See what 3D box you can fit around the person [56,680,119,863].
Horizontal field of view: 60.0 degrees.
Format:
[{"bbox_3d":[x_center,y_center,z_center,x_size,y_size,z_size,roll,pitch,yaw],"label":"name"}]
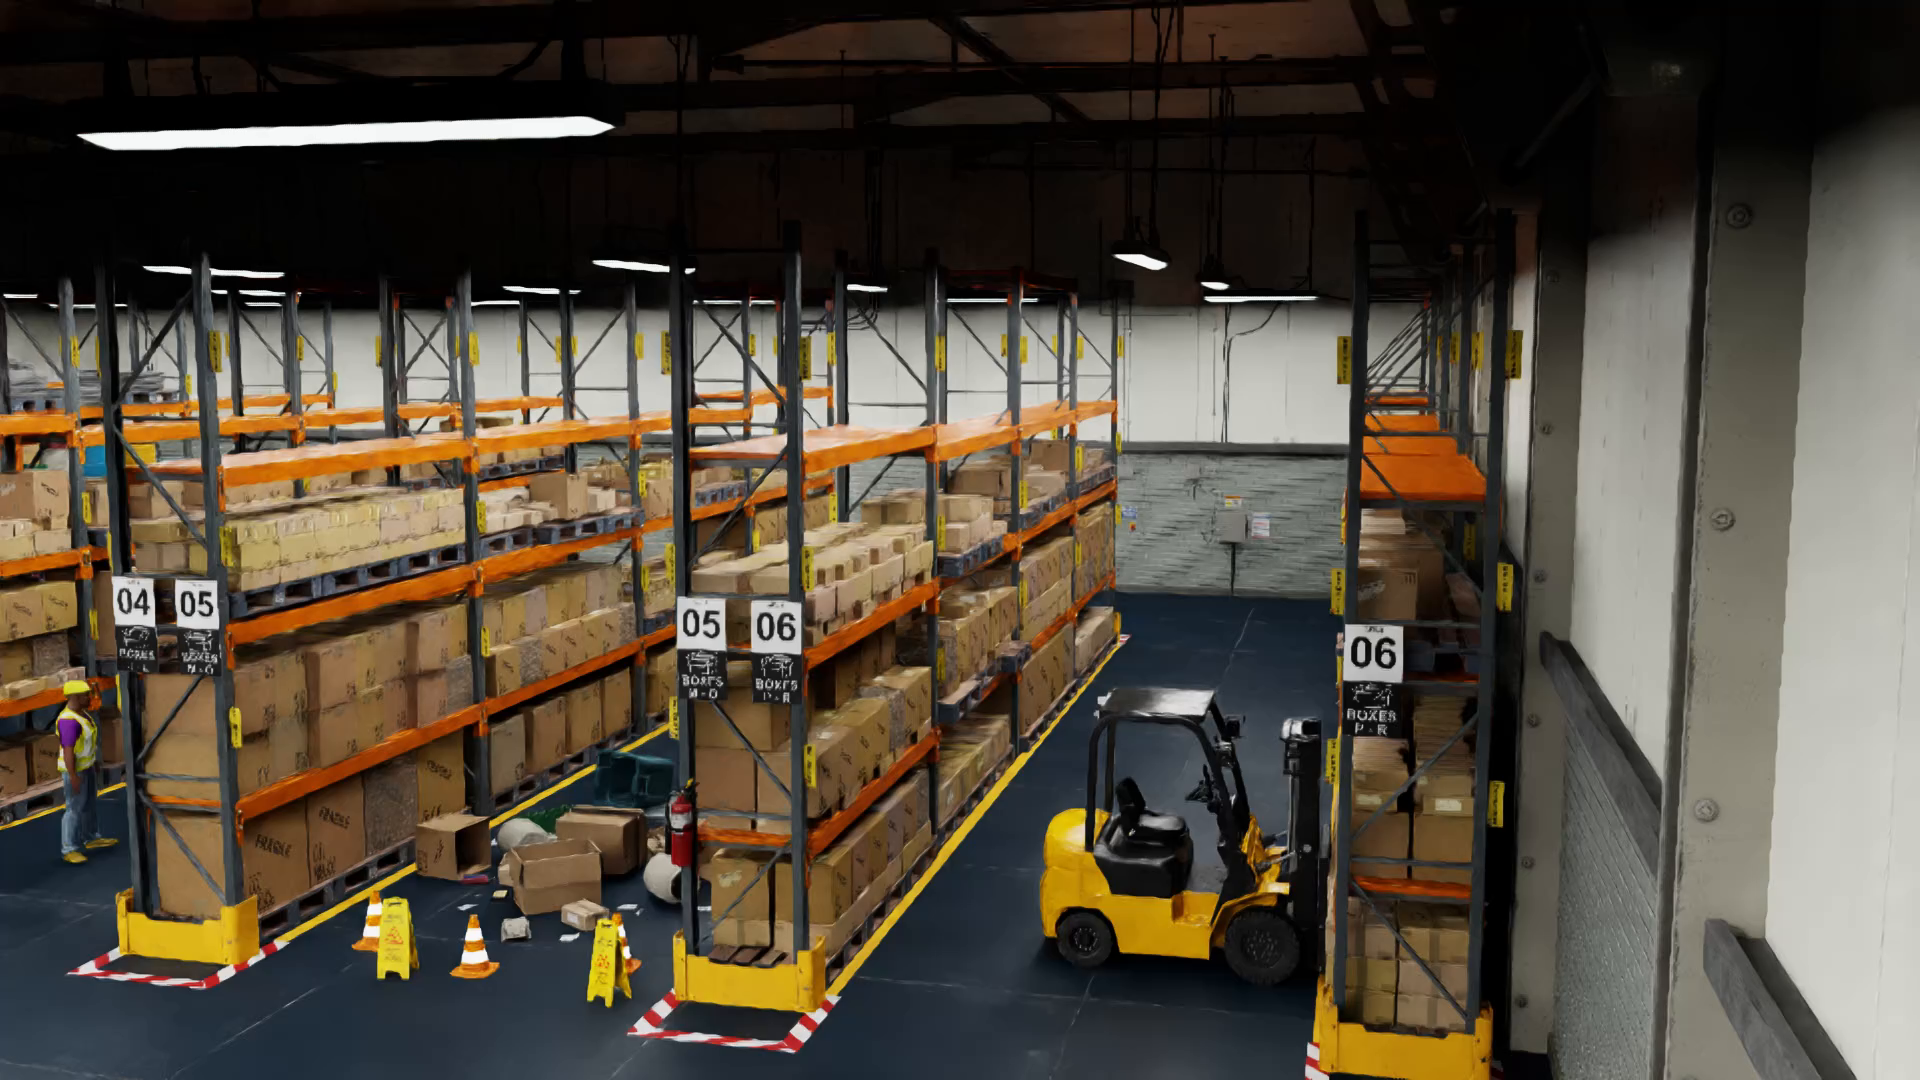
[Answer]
[{"bbox_3d":[-8.705,2.259,16.541,0.463,1.772,0.649,-2,7,-15],"label":"person"}]
